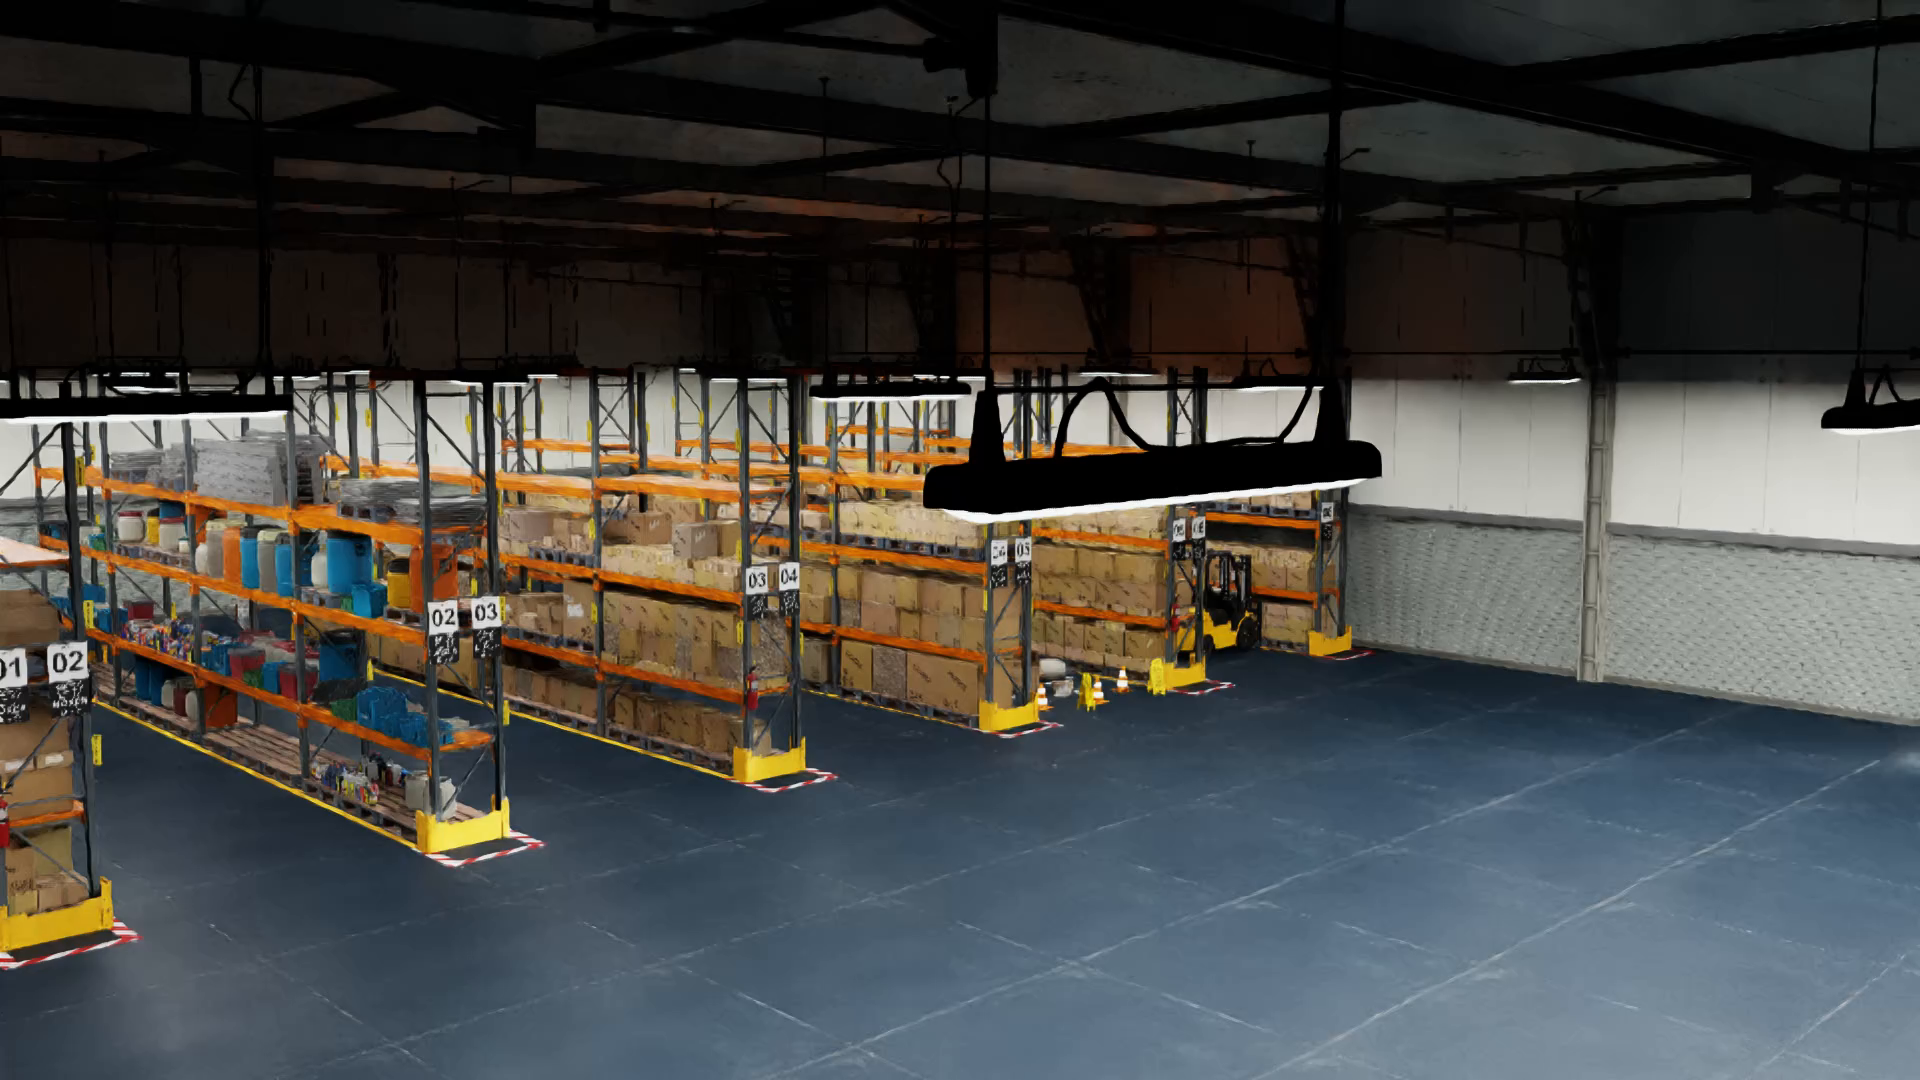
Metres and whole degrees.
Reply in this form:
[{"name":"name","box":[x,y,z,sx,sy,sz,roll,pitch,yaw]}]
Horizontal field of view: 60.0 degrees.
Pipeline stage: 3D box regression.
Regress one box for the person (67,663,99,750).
[{"name":"person","box":[-13.966,2.545,26.286,0.534,1.674,0.677,6,9,43]}]

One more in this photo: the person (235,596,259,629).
[{"name":"person","box":[-14.963,1.582,34.954,1.091,1.590,0.445,6,9,43]}]
